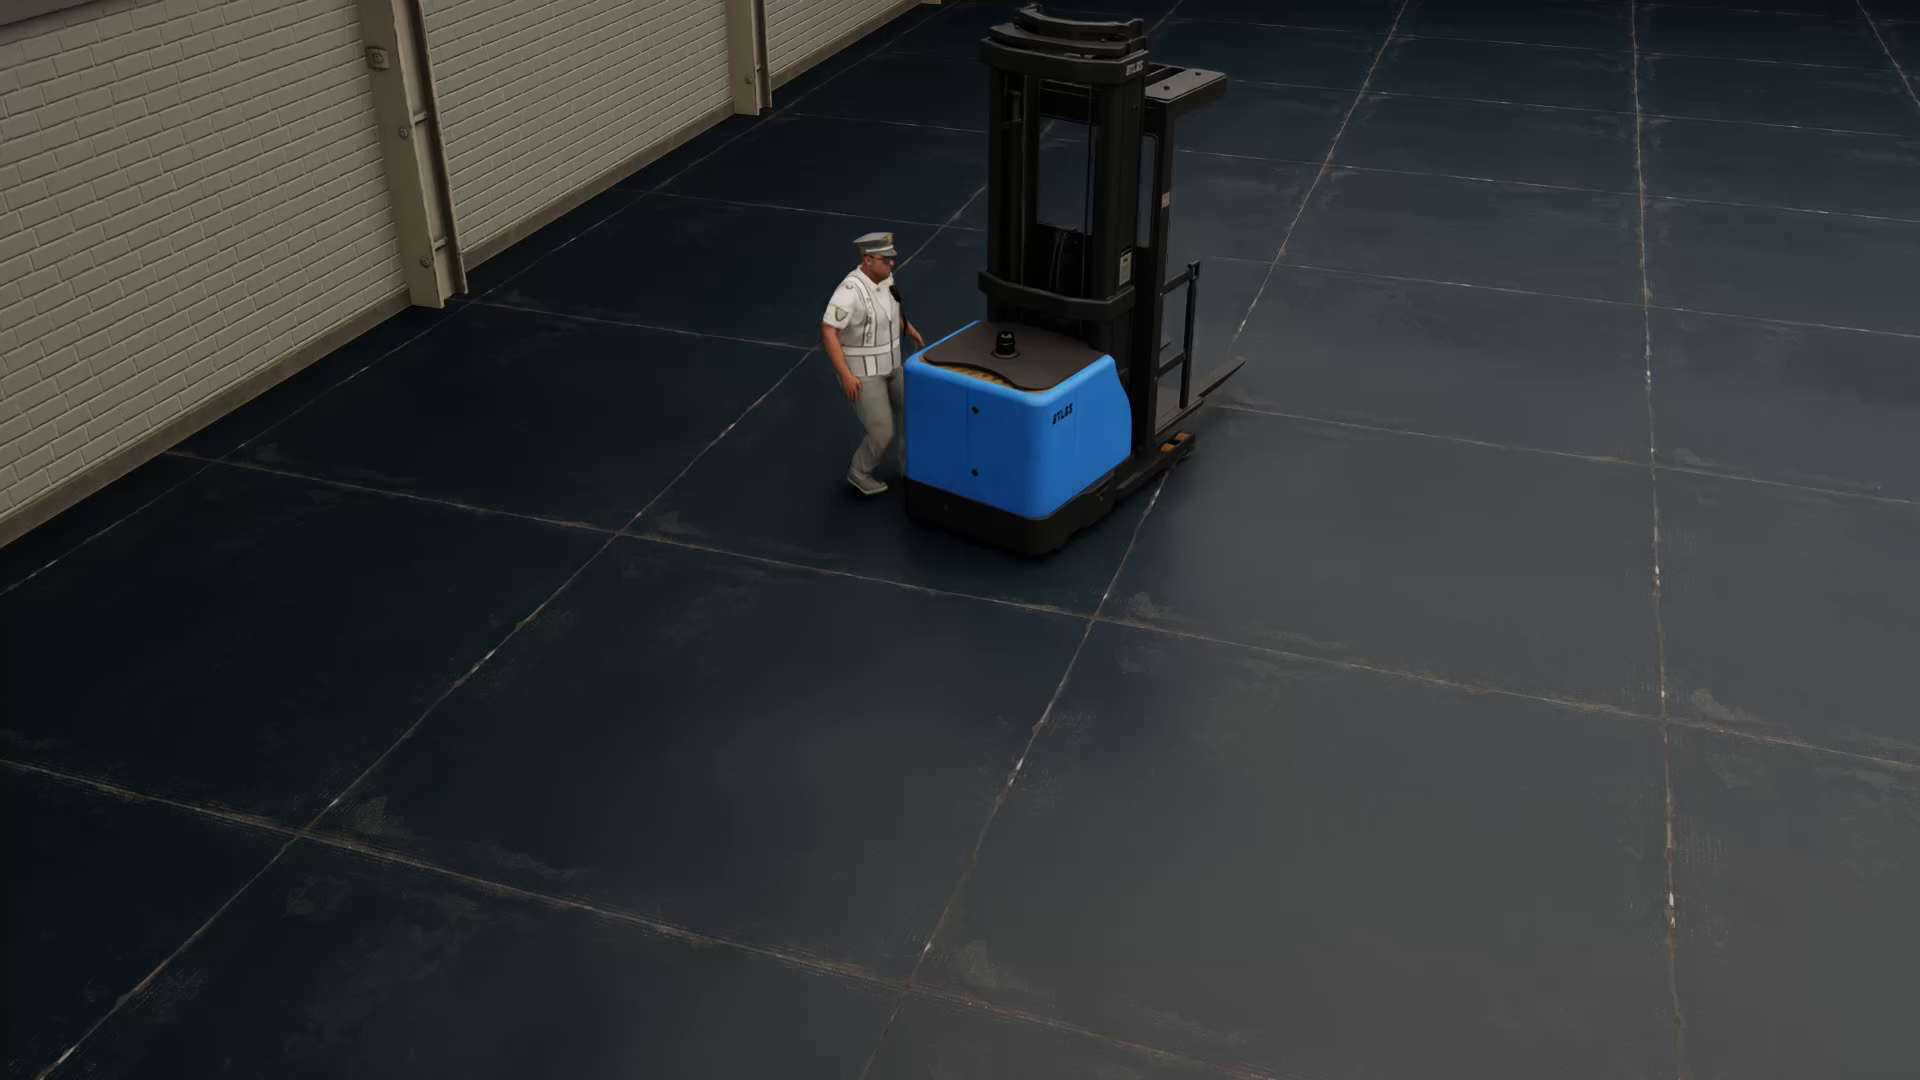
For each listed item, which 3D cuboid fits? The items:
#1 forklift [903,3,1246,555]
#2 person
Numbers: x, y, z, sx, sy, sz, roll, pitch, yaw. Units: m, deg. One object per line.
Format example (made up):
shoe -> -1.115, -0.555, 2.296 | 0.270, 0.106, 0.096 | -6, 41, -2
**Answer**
forklift -> 0.909, -1.863, 10.405 | 1.130, 2.935, 3.031 | 19, 35, 30
person -> -0.459, -1.065, 10.256 | 0.594, 1.713, 0.901 | 16, 33, 26
